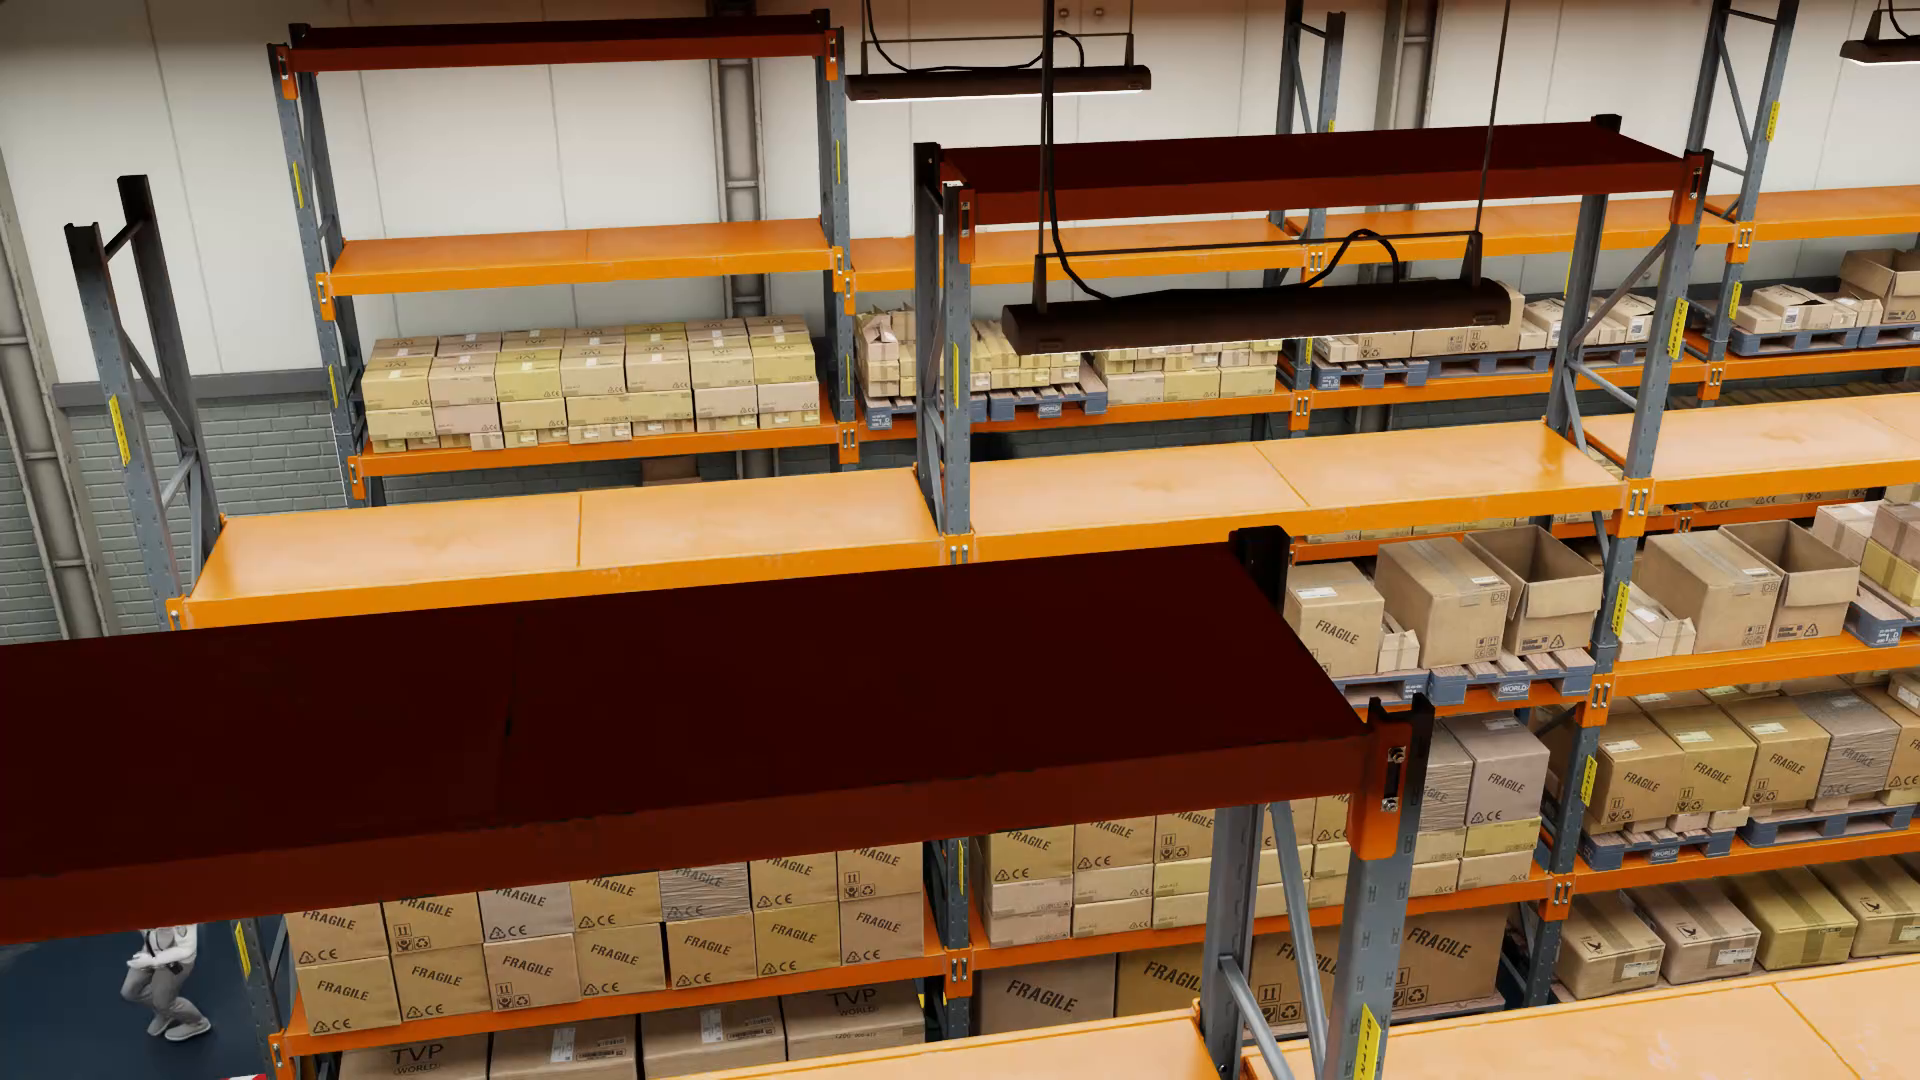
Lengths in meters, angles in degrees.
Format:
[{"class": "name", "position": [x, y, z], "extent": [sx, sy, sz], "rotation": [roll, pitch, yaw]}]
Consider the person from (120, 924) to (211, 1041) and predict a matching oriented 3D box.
[{"class": "person", "position": [-5.197, 2.702, 10.842], "extent": [0.569, 1.625, 0.715], "rotation": [-19, 32, -34]}]
